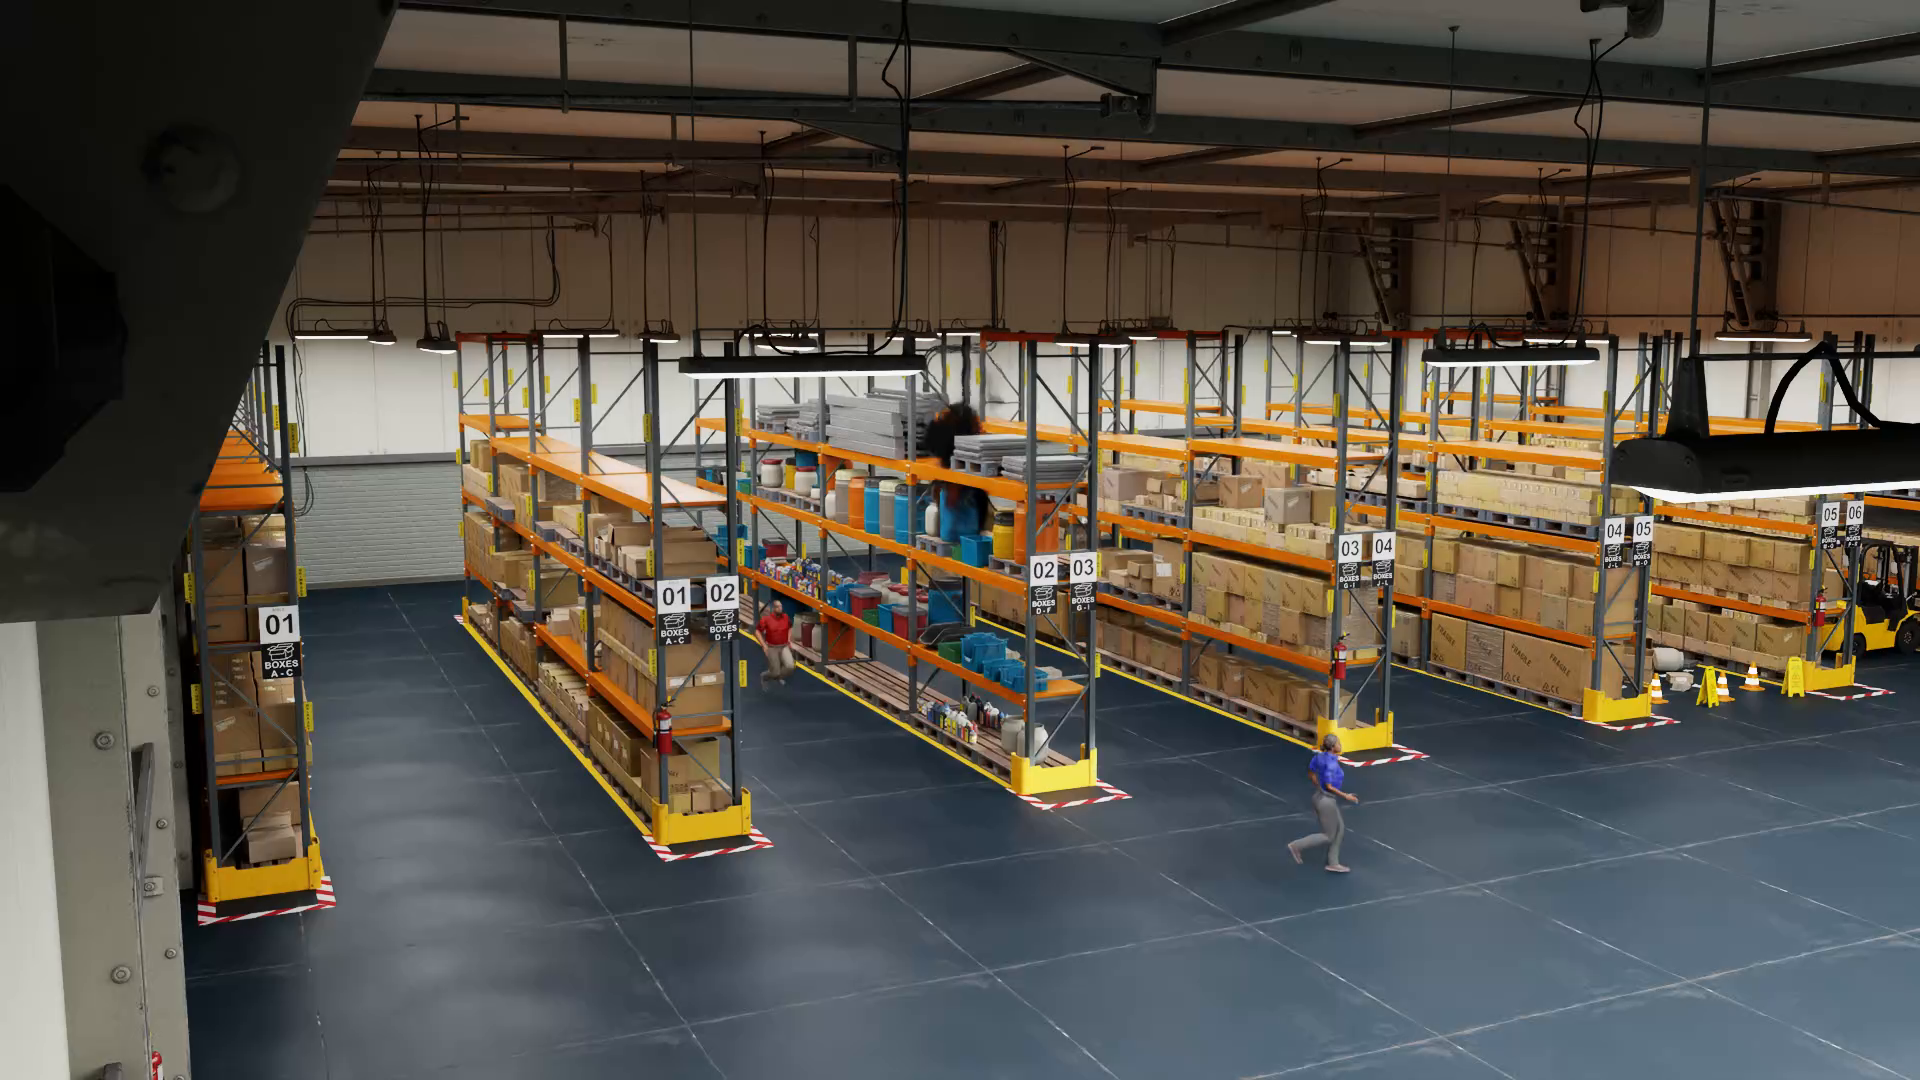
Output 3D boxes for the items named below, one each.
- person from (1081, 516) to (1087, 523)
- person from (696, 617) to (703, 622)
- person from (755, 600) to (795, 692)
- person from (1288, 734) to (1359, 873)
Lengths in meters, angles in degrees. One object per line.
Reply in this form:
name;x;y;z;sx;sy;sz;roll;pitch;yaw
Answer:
person;3.161;-0.075;41.809;0.569;1.571;0.772;-4;8;-25
person;-4.873;1.535;29.961;0.537;1.584;0.732;-6;10;-37
person;-3.005;1.760;27.392;0.664;1.569;0.726;-5;9;-32
person;4.093;2.998;18.913;0.768;1.624;0.565;0;8;-4
